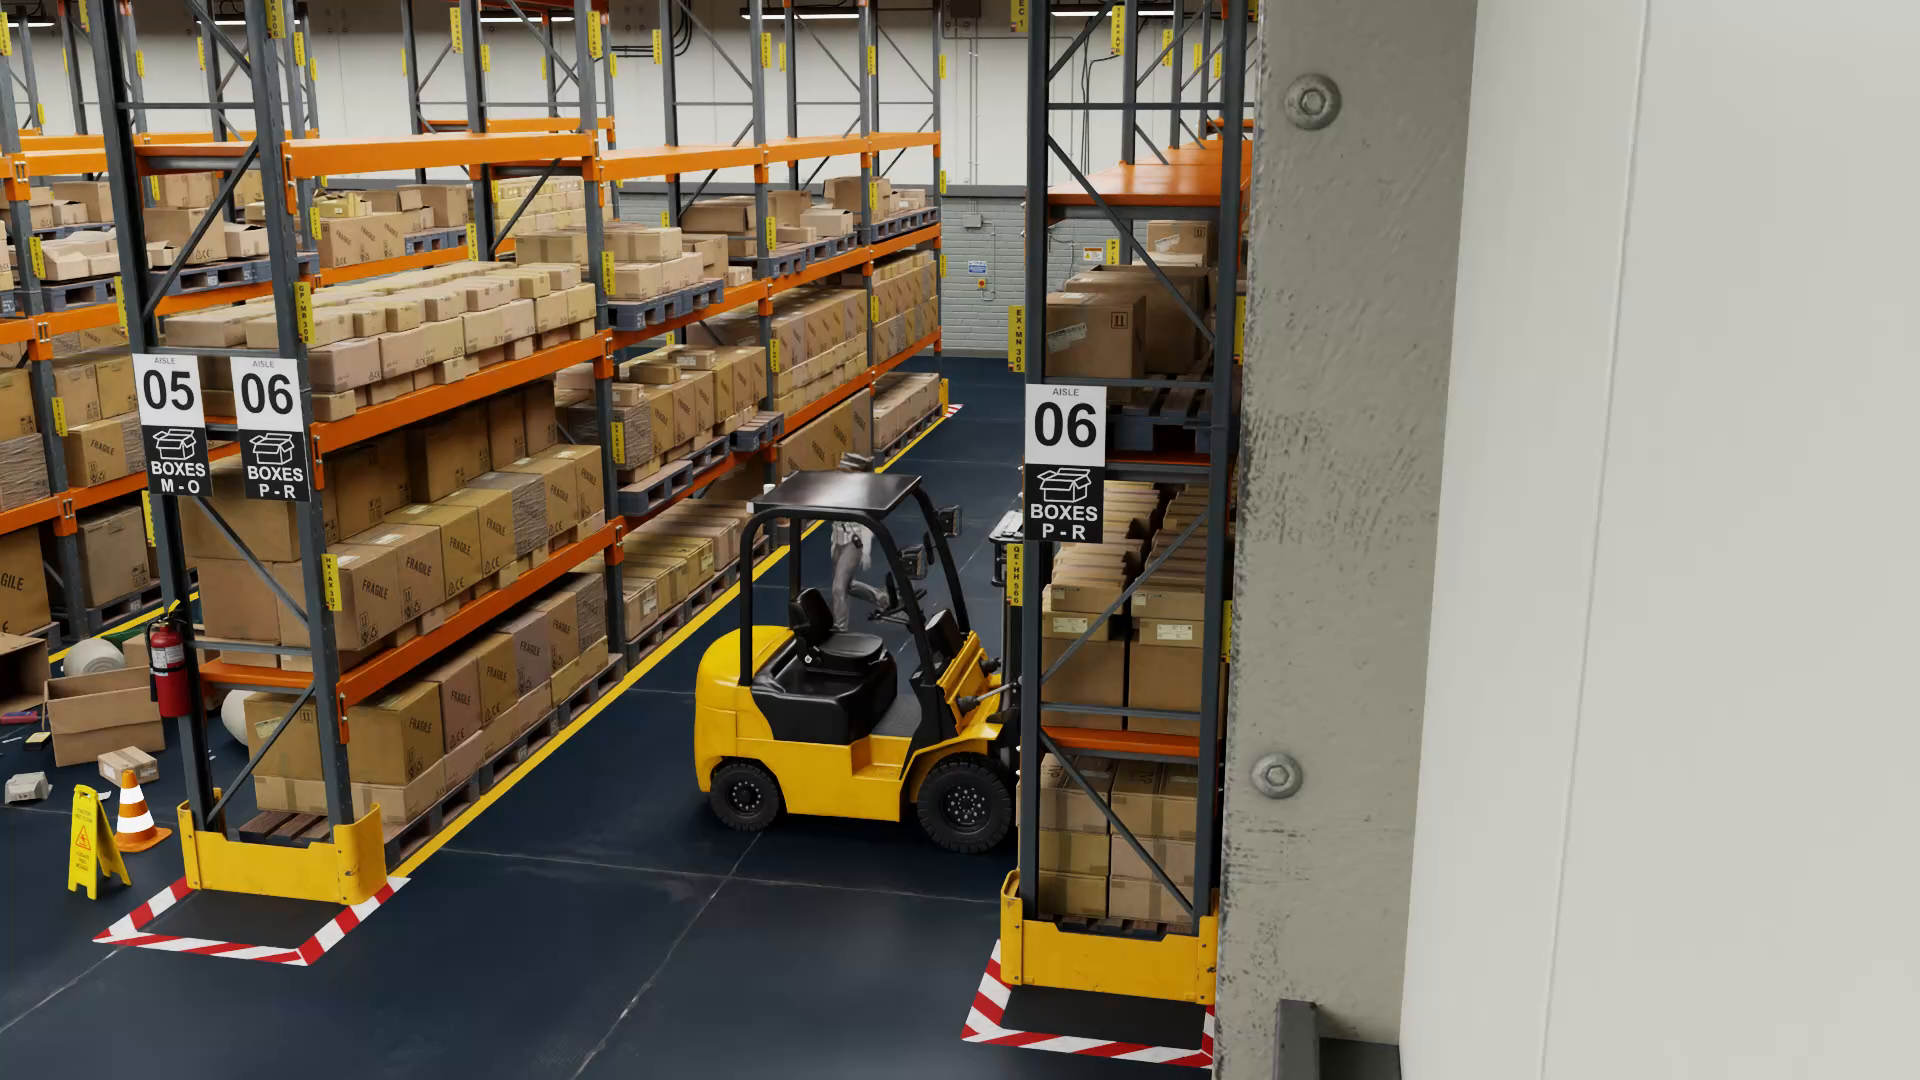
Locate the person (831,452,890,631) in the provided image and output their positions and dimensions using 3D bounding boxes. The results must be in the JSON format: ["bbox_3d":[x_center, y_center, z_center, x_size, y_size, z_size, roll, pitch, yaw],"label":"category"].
[{"bbox_3d":[-0.904,0.042,14.265,0.769,1.656,0.487,-8,17,-28],"label":"person"}]
